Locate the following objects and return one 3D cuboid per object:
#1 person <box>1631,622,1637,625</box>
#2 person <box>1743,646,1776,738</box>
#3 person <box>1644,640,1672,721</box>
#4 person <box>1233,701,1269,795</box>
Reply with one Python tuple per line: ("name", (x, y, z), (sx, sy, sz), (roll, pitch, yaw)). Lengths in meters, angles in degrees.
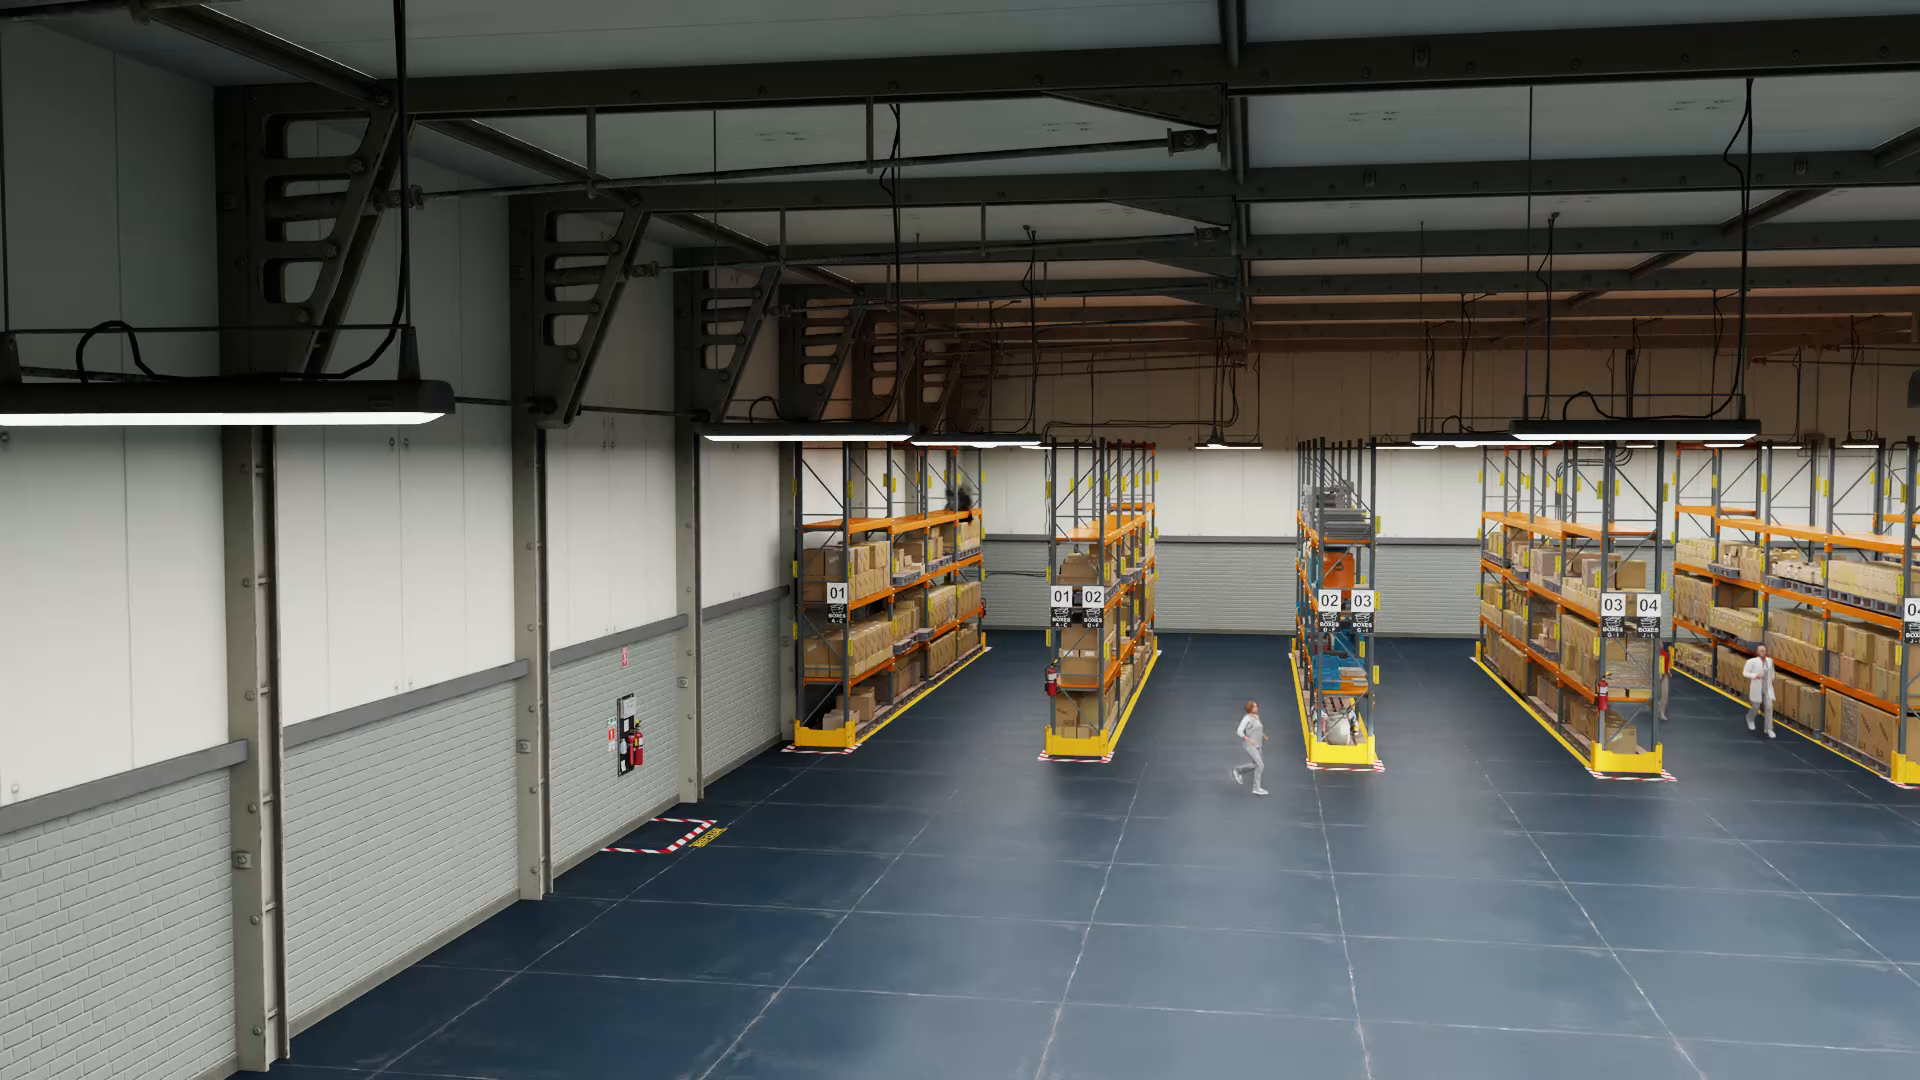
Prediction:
("person", (17.760, 2.547, 44.089), (0.688, 1.690, 0.907), (1, 3, 20))
("person", (16.181, 3.029, 33.622), (0.711, 1.791, 1.057), (0, 3, 5))
("person", (15.007, 2.989, 35.790), (0.664, 1.714, 0.864), (0, 3, -2))
("person", (4.861, 3.466, 27.888), (0.672, 1.553, 0.542), (2, 4, 37))
